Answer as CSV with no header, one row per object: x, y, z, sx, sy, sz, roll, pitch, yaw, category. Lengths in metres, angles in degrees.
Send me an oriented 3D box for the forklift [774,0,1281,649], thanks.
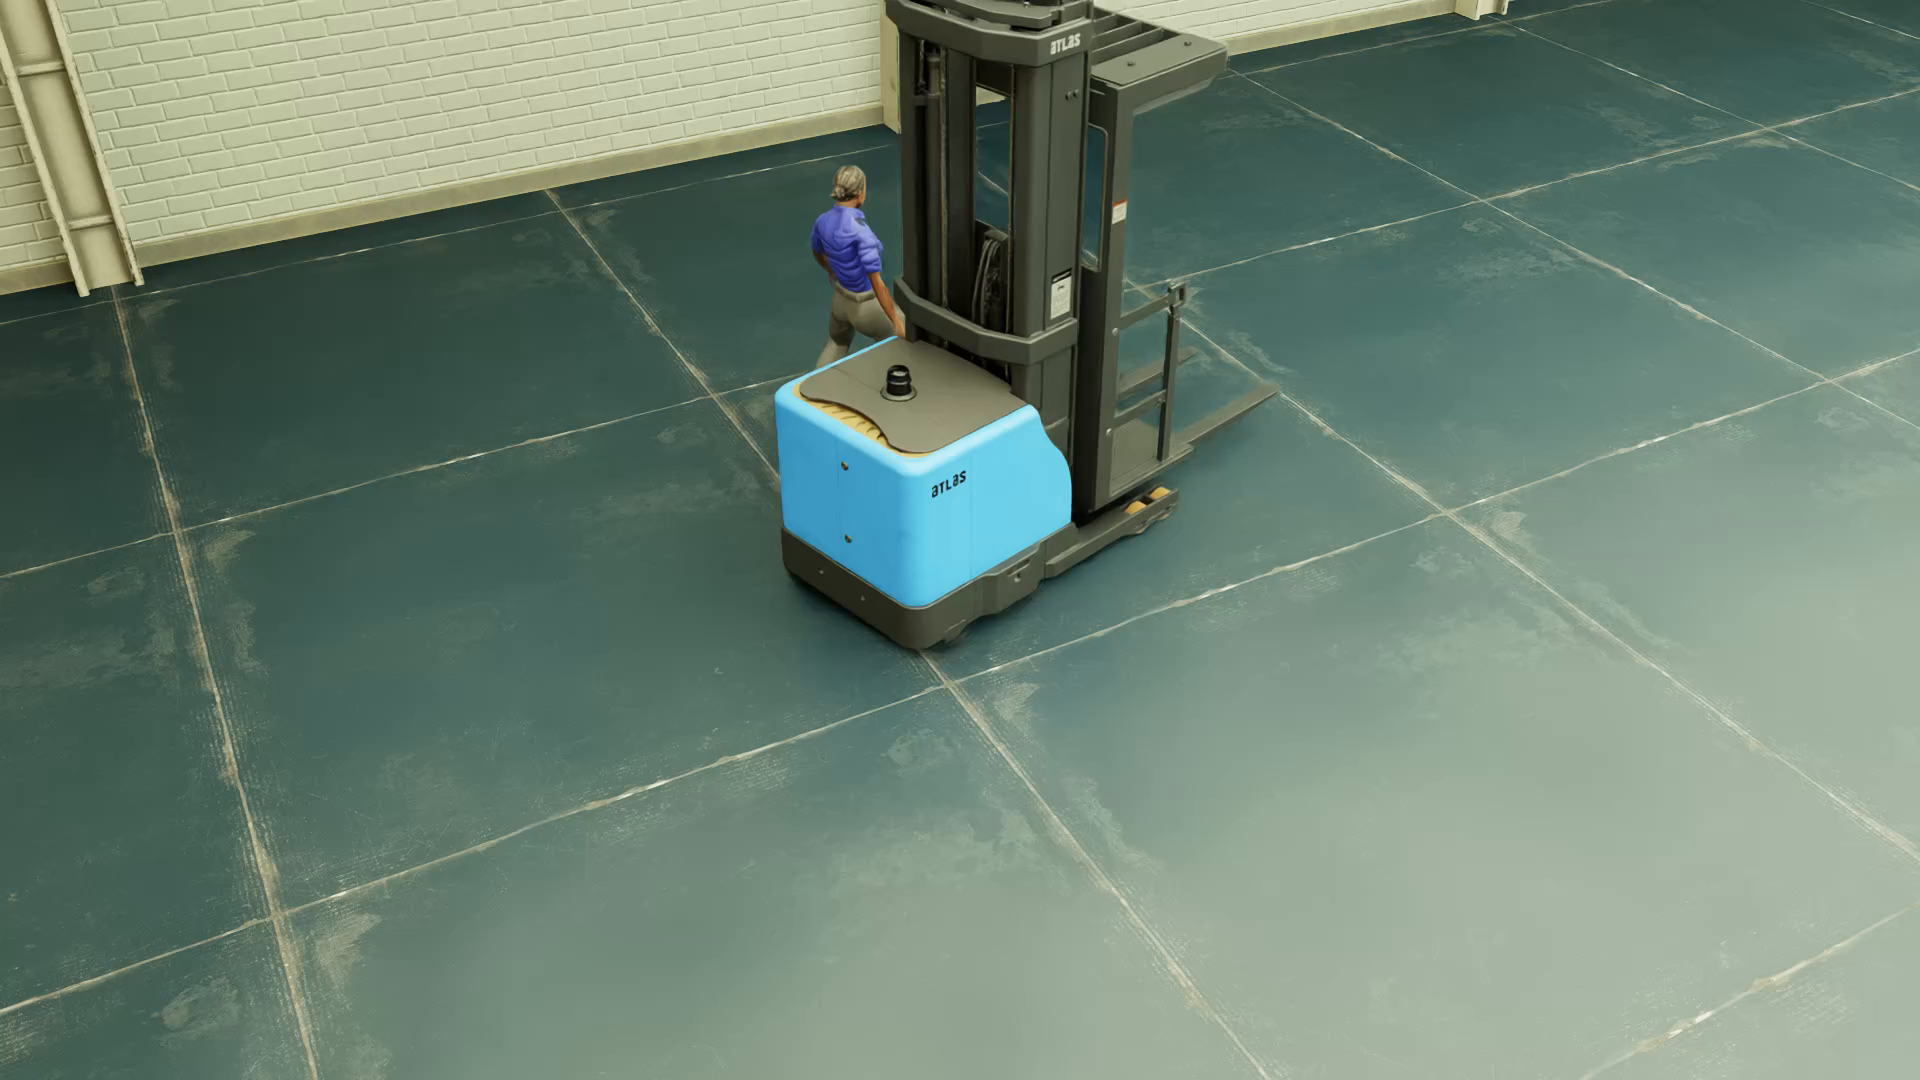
0.520,-1.424,8.138,3.031,2.935,1.130,-29,45,-35,forklift

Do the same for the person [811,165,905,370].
-0.556,-1.319,9.213,0.584,1.566,0.851,-25,42,-31,person
